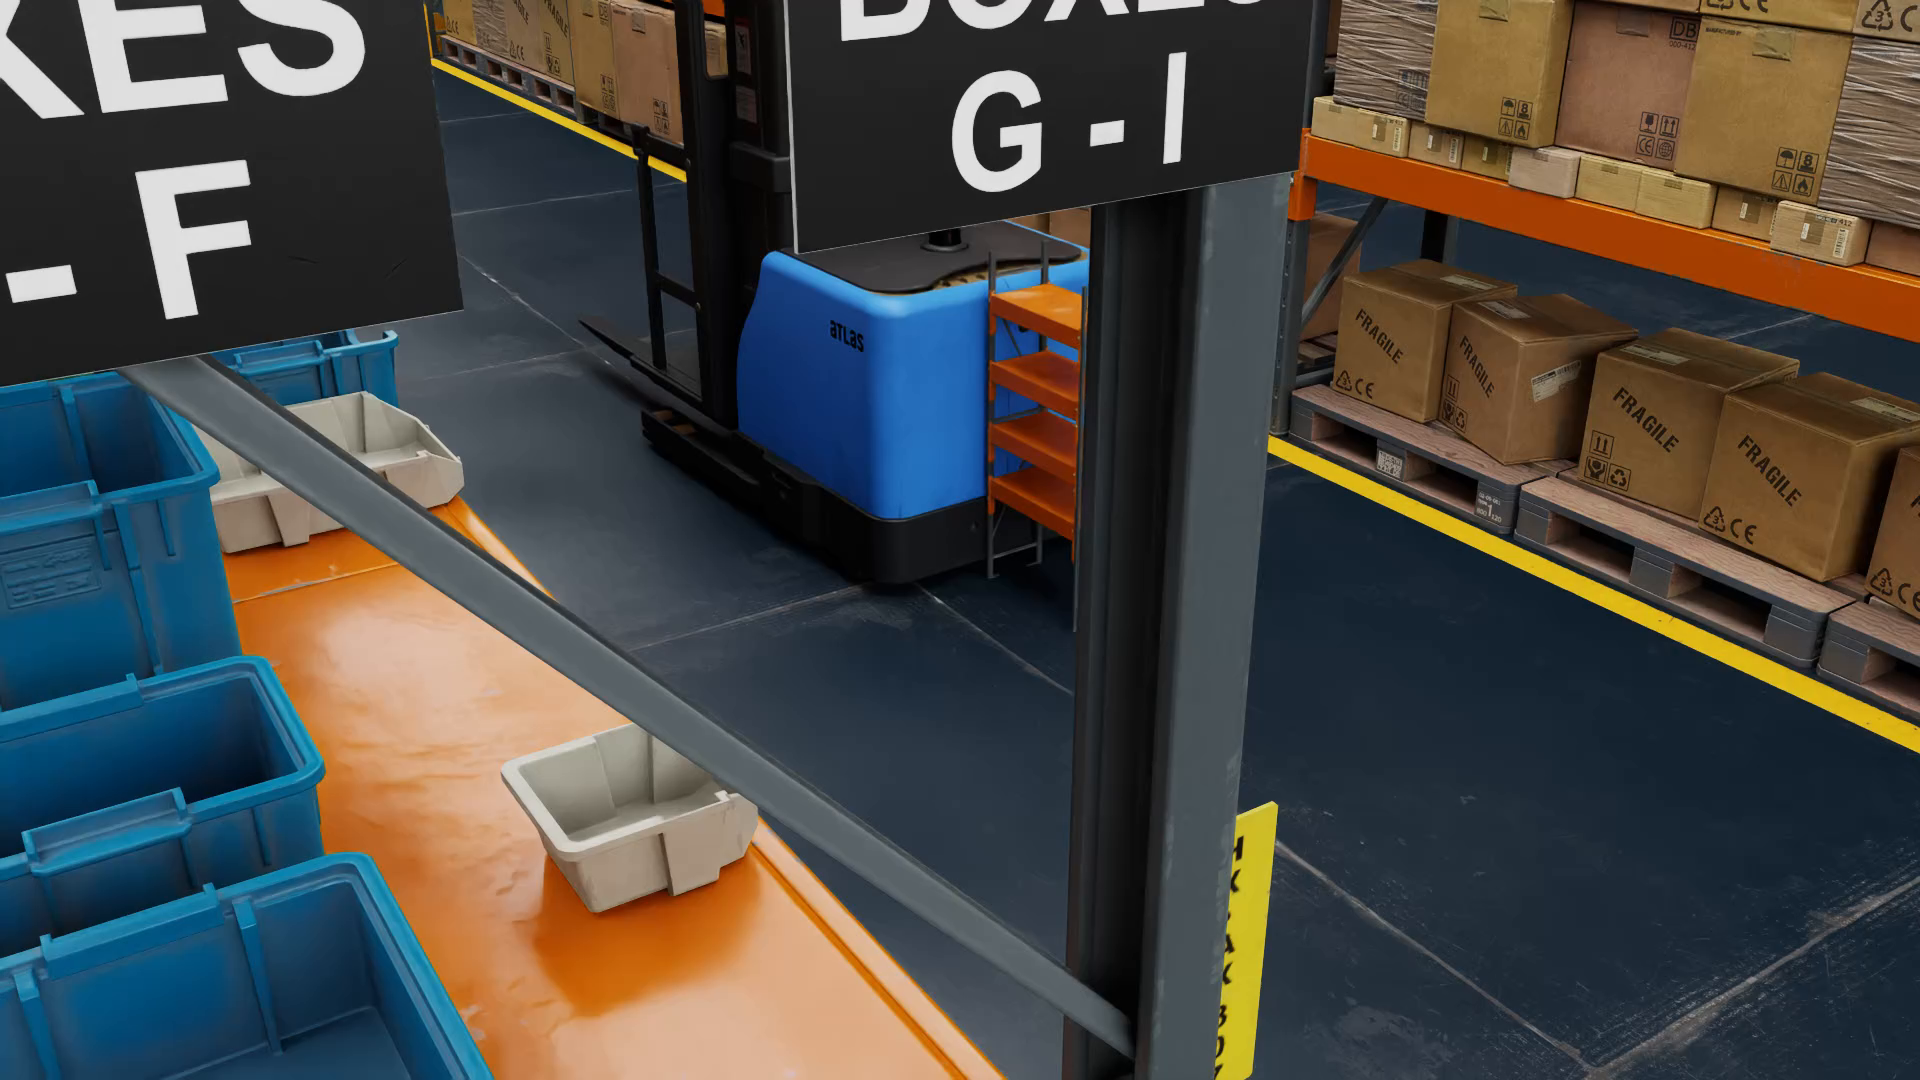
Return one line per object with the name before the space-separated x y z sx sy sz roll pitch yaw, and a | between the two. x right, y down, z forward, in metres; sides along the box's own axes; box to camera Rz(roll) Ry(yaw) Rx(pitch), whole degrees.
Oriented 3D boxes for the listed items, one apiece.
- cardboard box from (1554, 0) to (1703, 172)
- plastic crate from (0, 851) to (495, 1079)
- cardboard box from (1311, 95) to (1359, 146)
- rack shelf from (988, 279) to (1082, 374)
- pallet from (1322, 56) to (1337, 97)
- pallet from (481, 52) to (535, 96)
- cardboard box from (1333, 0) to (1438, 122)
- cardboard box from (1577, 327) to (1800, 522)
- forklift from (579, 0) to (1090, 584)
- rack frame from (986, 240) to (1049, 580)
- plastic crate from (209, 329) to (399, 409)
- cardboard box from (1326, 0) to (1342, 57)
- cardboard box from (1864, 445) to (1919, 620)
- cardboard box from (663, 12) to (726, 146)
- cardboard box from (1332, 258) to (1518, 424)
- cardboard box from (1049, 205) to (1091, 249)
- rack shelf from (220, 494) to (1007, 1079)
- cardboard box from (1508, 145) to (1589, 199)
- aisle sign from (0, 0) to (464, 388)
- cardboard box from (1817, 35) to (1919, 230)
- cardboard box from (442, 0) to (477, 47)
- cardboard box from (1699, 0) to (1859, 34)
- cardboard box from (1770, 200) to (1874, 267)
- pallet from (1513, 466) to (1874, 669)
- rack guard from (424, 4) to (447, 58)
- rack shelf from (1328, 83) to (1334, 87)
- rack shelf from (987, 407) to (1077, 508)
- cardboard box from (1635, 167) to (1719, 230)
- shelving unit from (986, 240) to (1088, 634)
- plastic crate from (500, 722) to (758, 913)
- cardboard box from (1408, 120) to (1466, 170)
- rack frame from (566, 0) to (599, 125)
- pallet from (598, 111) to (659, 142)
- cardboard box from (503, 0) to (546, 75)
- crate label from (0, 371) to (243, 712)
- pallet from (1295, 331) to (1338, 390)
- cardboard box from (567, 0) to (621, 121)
cardboard box | 2.546 -1.597 5.653 0.875 0.500 0.500 -16 29 -30
plastic crate | -0.739 0.608 1.623 0.499 0.251 0.616 -16 29 -30
cardboard box | 1.617 -1.674 6.577 0.380 0.149 0.250 -16 29 -30
rack shelf | 0.335 -0.700 5.408 0.258 0.148 0.480 -17 30 -31
pallet | 1.456 -2.155 7.527 1.003 0.211 1.213 -16 29 -30
pallet | -3.636 -4.262 15.032 1.003 0.211 1.213 -16 29 -30
cardboard box | 1.945 -1.939 6.379 0.875 0.500 0.500 -16 29 -30
cardboard box | 2.660 -0.435 6.094 0.500 0.500 0.500 -19 31 -34
forklift | -0.693 -1.748 6.520 1.130 2.935 3.031 -17 30 -31
rack frame | 0.195 -0.430 5.756 0.240 1.200 0.015 -17 30 -31
plastic crate | -1.567 -0.381 3.717 0.499 0.251 0.616 -16 29 -30
cardboard box | 1.435 -2.713 7.288 1.000 1.000 1.000 -15 29 -29
cardboard box | 3.253 0.003 5.166 0.500 0.500 0.500 -8 26 -16
cardboard box | -1.272 -3.167 11.442 1.225 0.875 0.875 -15 29 -29
cardboard box | 1.936 -0.842 6.956 0.500 0.500 0.500 -17 30 -31
cardboard box | 0.884 -1.603 8.545 0.700 0.500 0.500 -18 31 -34
rack shelf | -1.307 0.260 3.028 1.077 0.370 4.000 -16 29 -30
cardboard box | 2.148 -1.313 5.811 0.380 0.149 0.250 -16 29 -30
aisle sign | -0.425 -0.431 0.603 0.394 0.787 0.004 -16 29 -30
cardboard box | 3.047 -1.227 4.870 0.875 0.500 0.500 -16 29 -30
cardboard box | -4.383 -5.246 15.846 0.875 0.875 0.875 -16 29 -30
cardboard box | 2.613 -1.813 4.940 0.500 0.500 0.500 -16 29 -30
cardboard box | 2.699 -0.956 5.057 0.380 0.149 0.250 -16 29 -30
pallet | 2.818 -0.005 6.014 1.003 0.211 1.213 -16 29 -30
rack guard | -4.813 -5.105 16.479 1.175 0.500 0.348 -16 29 -30
rack shelf | 0.659 -2.325 8.504 1.077 0.370 4.000 -16 29 -30
rack shelf | 0.335 -0.284 5.604 0.258 0.148 0.480 -17 30 -31
cardboard box | 2.447 -1.141 5.447 0.380 0.149 0.250 -16 29 -30
shelving unit | 0.335 -0.345 5.575 0.258 1.200 0.503 -17 30 -31
plastic crate | -0.434 0.374 2.252 0.298 0.136 0.250 -16 29 -30
cardboard box | 1.902 -1.499 6.206 0.380 0.149 0.250 -16 29 -30
rack frame | -2.616 -4.796 12.896 1.000 3.000 0.127 -16 29 -30
pallet | -2.132 -3.277 12.944 1.003 0.211 1.213 -16 29 -30
cardboard box | -3.401 -4.602 14.482 0.875 0.875 0.875 -16 29 -30
crate label | -1.446 0.039 2.613 0.502 0.435 0.616 -16 29 -30
pallet | 1.325 -0.952 8.019 1.003 0.211 1.213 -16 29 -30
cardboard box | -2.250 -3.801 12.785 1.225 0.875 0.875 -15 29 -29
